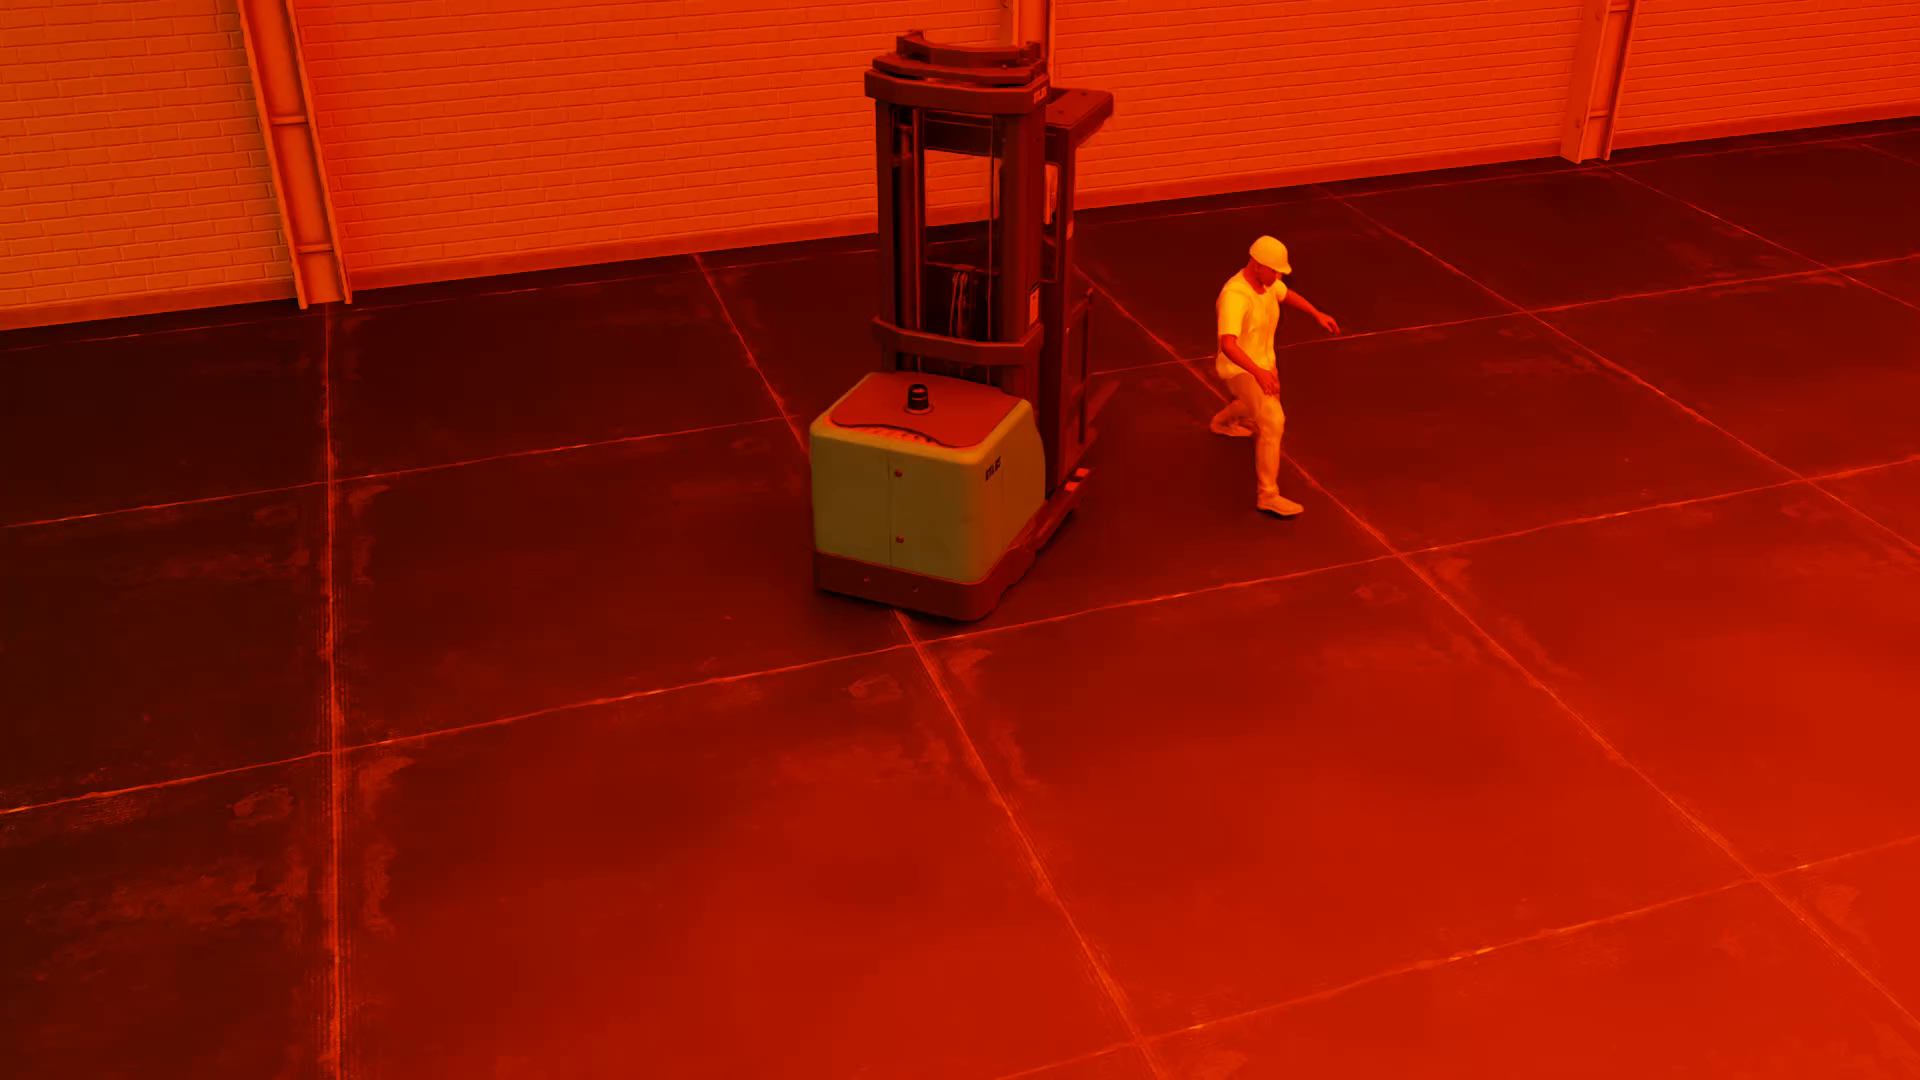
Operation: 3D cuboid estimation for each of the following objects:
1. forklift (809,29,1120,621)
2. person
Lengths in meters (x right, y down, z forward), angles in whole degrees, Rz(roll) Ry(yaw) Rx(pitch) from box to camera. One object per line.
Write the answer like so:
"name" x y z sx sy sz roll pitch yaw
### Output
"forklift" 0.205 -1.543 9.768 1.130 2.935 3.031 12 32 20
"person" 1.933 -1.119 10.423 0.996 1.606 1.065 17 34 27
